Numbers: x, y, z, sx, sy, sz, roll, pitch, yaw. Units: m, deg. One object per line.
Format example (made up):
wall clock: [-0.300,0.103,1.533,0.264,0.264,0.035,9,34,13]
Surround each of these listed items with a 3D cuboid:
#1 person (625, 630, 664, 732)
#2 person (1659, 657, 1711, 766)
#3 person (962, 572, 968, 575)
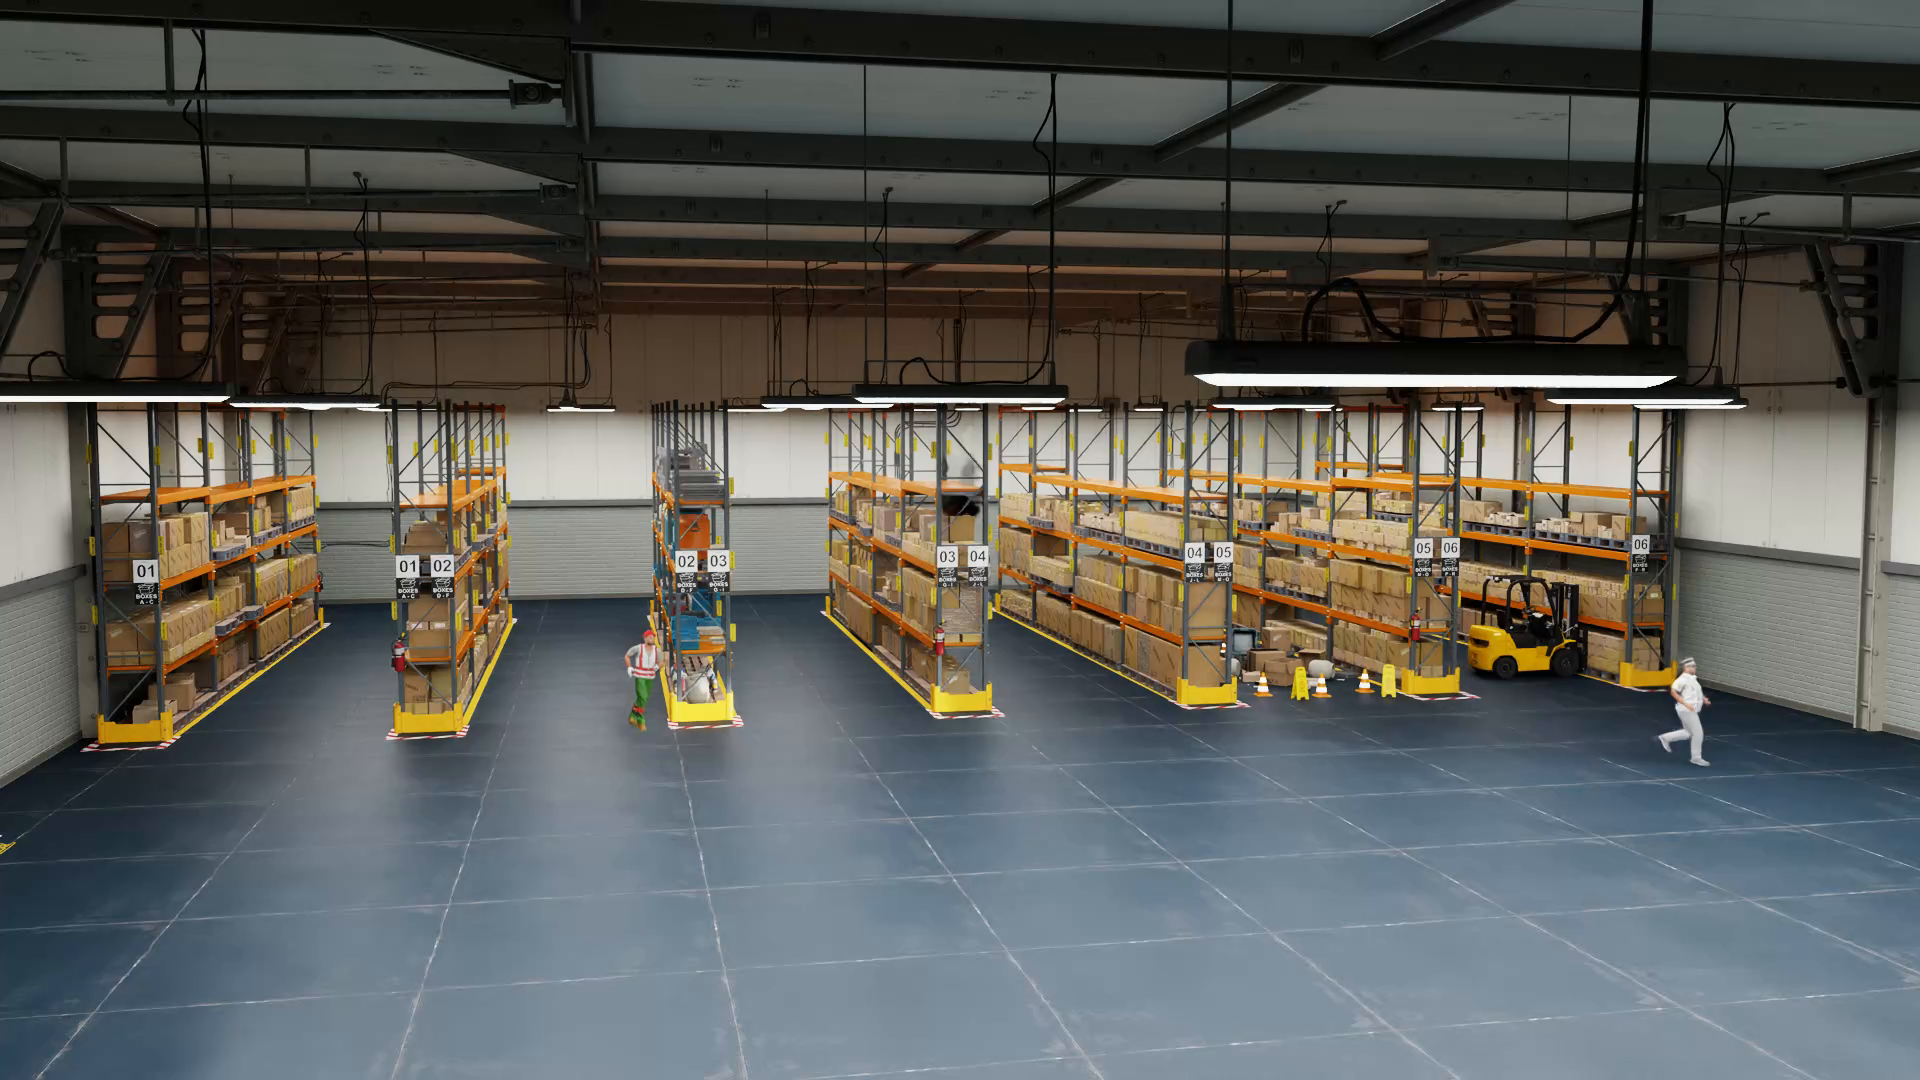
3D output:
person: [-5.747,2.551,30.411,0.663,1.816,0.776,-4,6,-39]
person: [11.929,2.800,27.343,0.843,1.776,0.663,3,5,34]
person: [0.086,1.277,47.599,0.726,1.749,0.781,-2,5,-22]
